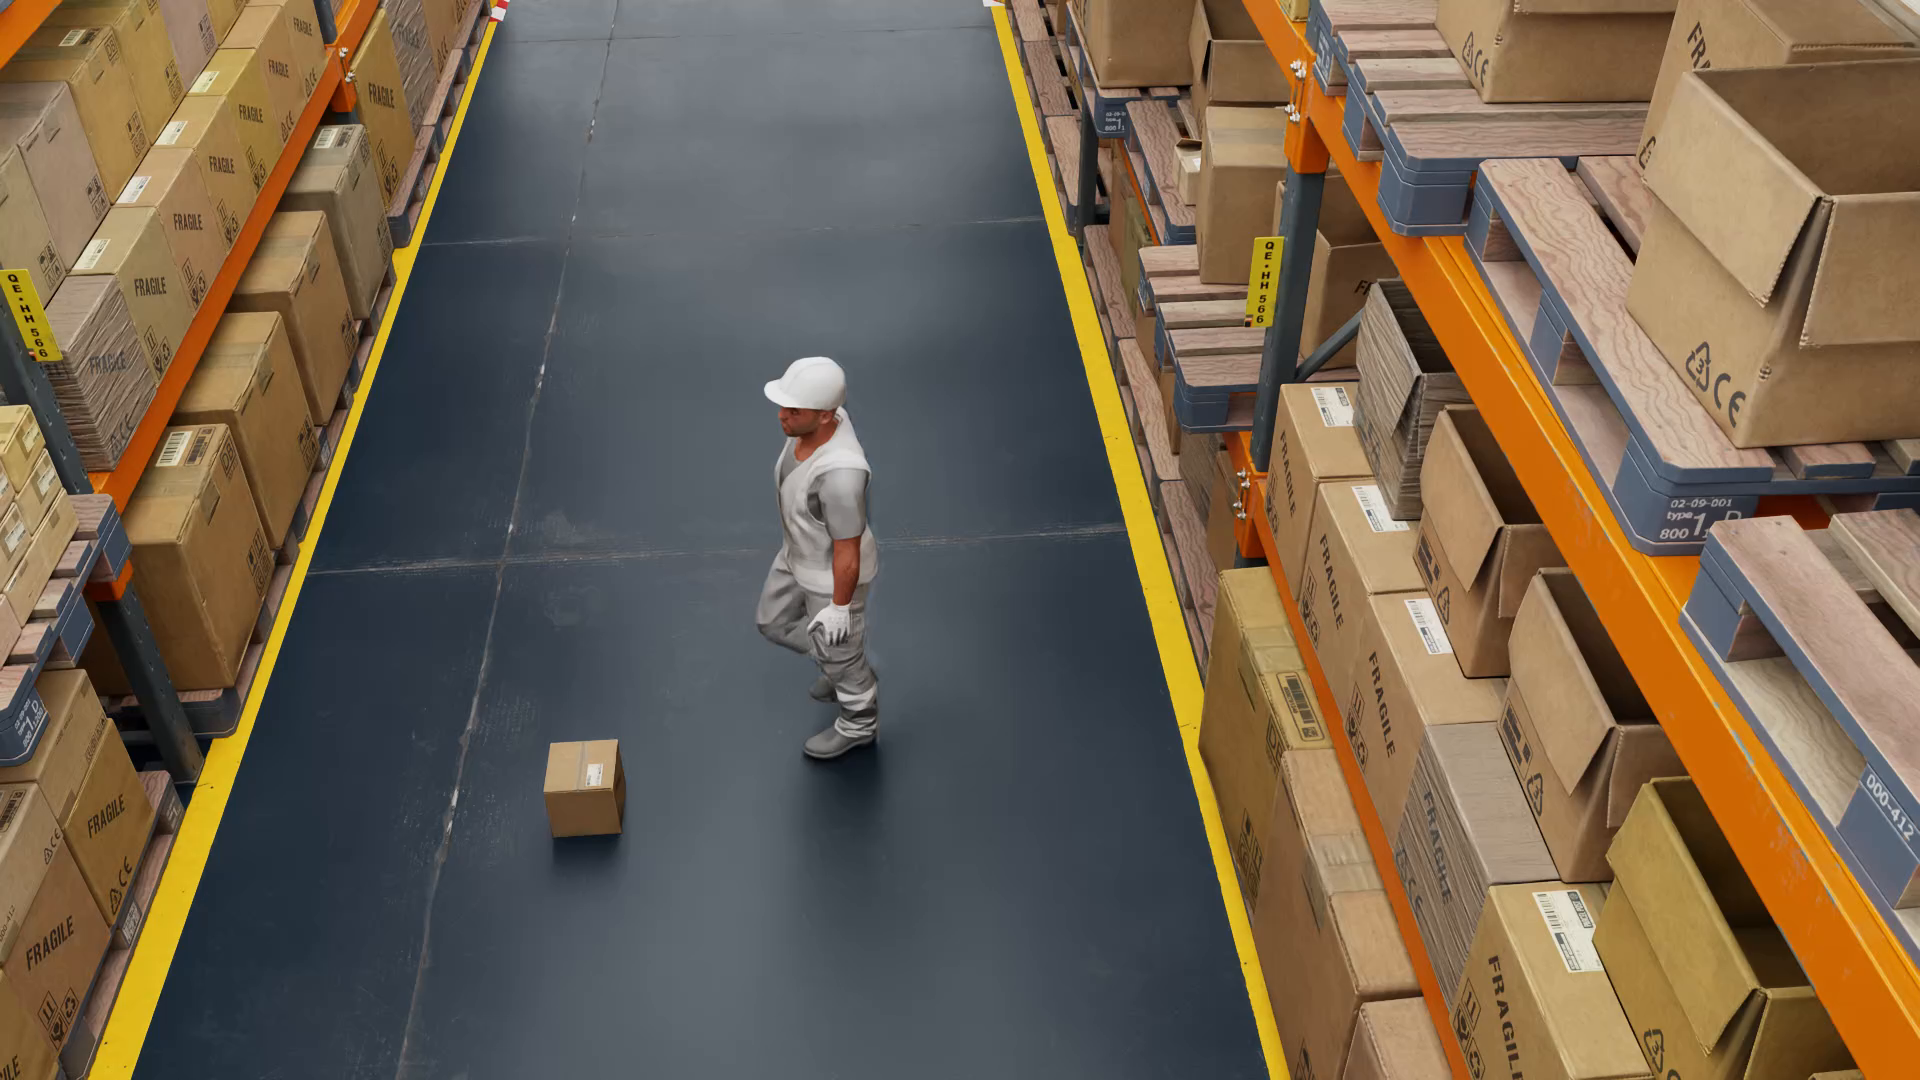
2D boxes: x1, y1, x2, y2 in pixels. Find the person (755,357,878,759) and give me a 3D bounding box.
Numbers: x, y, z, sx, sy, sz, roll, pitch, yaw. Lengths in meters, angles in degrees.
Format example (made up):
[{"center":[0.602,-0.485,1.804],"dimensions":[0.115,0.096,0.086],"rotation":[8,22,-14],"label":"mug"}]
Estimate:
[{"center":[-0.504,0.102,5.989],"dimensions":[0.450,1.788,0.570],"rotation":[-13,41,-16],"label":"person"}]
